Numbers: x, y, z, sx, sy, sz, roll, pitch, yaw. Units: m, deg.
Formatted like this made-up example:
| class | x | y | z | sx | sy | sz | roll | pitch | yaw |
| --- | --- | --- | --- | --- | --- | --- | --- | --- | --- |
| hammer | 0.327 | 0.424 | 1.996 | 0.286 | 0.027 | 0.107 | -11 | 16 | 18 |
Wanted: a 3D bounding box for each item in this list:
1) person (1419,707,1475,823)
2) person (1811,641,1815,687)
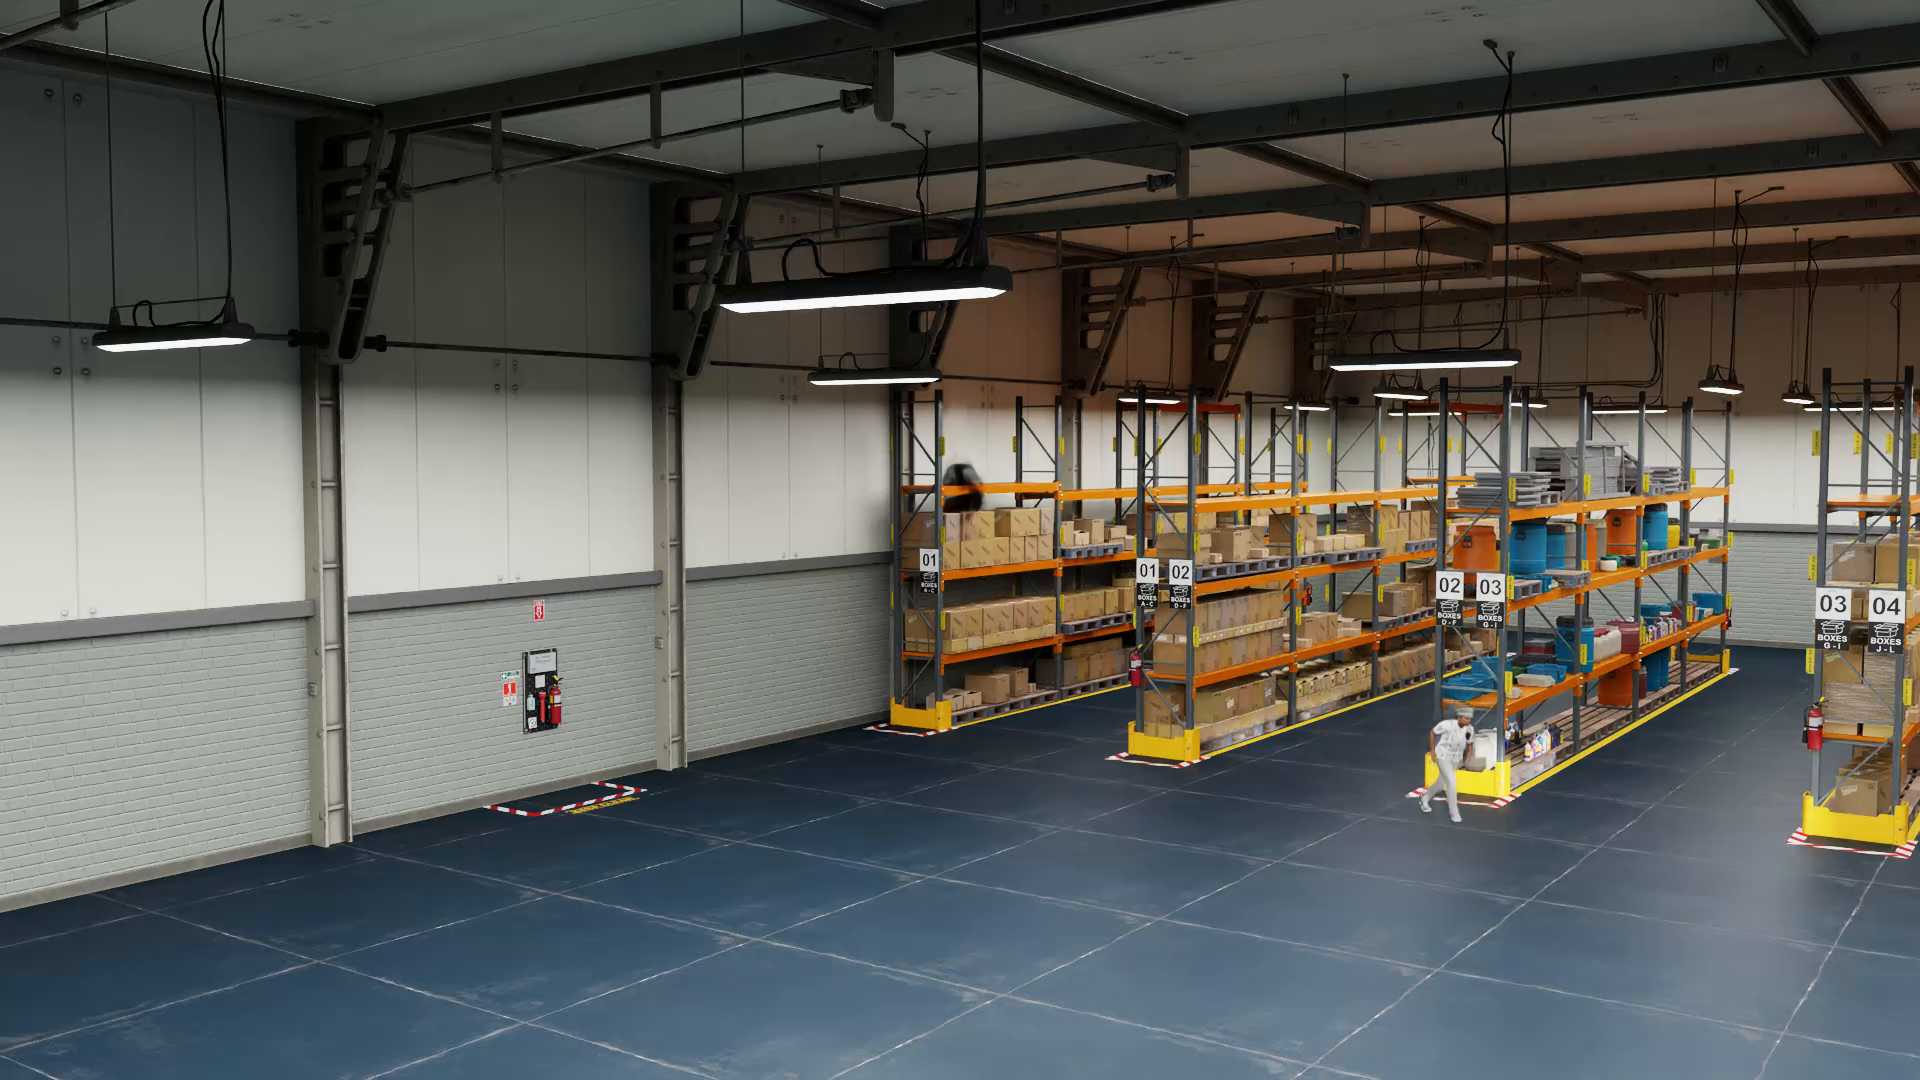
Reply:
| class | x | y | z | sx | sy | sz | roll | pitch | yaw |
| --- | --- | --- | --- | --- | --- | --- | --- | --- | --- |
| person | 6.587 | 2.994 | 22.456 | 0.575 | 1.584 | 0.899 | -1 | 3 | -18 |
| person | 16.173 | 2.388 | 31.092 | 0.553 | 1.682 | 0.907 | 2 | 4 | 37 |
